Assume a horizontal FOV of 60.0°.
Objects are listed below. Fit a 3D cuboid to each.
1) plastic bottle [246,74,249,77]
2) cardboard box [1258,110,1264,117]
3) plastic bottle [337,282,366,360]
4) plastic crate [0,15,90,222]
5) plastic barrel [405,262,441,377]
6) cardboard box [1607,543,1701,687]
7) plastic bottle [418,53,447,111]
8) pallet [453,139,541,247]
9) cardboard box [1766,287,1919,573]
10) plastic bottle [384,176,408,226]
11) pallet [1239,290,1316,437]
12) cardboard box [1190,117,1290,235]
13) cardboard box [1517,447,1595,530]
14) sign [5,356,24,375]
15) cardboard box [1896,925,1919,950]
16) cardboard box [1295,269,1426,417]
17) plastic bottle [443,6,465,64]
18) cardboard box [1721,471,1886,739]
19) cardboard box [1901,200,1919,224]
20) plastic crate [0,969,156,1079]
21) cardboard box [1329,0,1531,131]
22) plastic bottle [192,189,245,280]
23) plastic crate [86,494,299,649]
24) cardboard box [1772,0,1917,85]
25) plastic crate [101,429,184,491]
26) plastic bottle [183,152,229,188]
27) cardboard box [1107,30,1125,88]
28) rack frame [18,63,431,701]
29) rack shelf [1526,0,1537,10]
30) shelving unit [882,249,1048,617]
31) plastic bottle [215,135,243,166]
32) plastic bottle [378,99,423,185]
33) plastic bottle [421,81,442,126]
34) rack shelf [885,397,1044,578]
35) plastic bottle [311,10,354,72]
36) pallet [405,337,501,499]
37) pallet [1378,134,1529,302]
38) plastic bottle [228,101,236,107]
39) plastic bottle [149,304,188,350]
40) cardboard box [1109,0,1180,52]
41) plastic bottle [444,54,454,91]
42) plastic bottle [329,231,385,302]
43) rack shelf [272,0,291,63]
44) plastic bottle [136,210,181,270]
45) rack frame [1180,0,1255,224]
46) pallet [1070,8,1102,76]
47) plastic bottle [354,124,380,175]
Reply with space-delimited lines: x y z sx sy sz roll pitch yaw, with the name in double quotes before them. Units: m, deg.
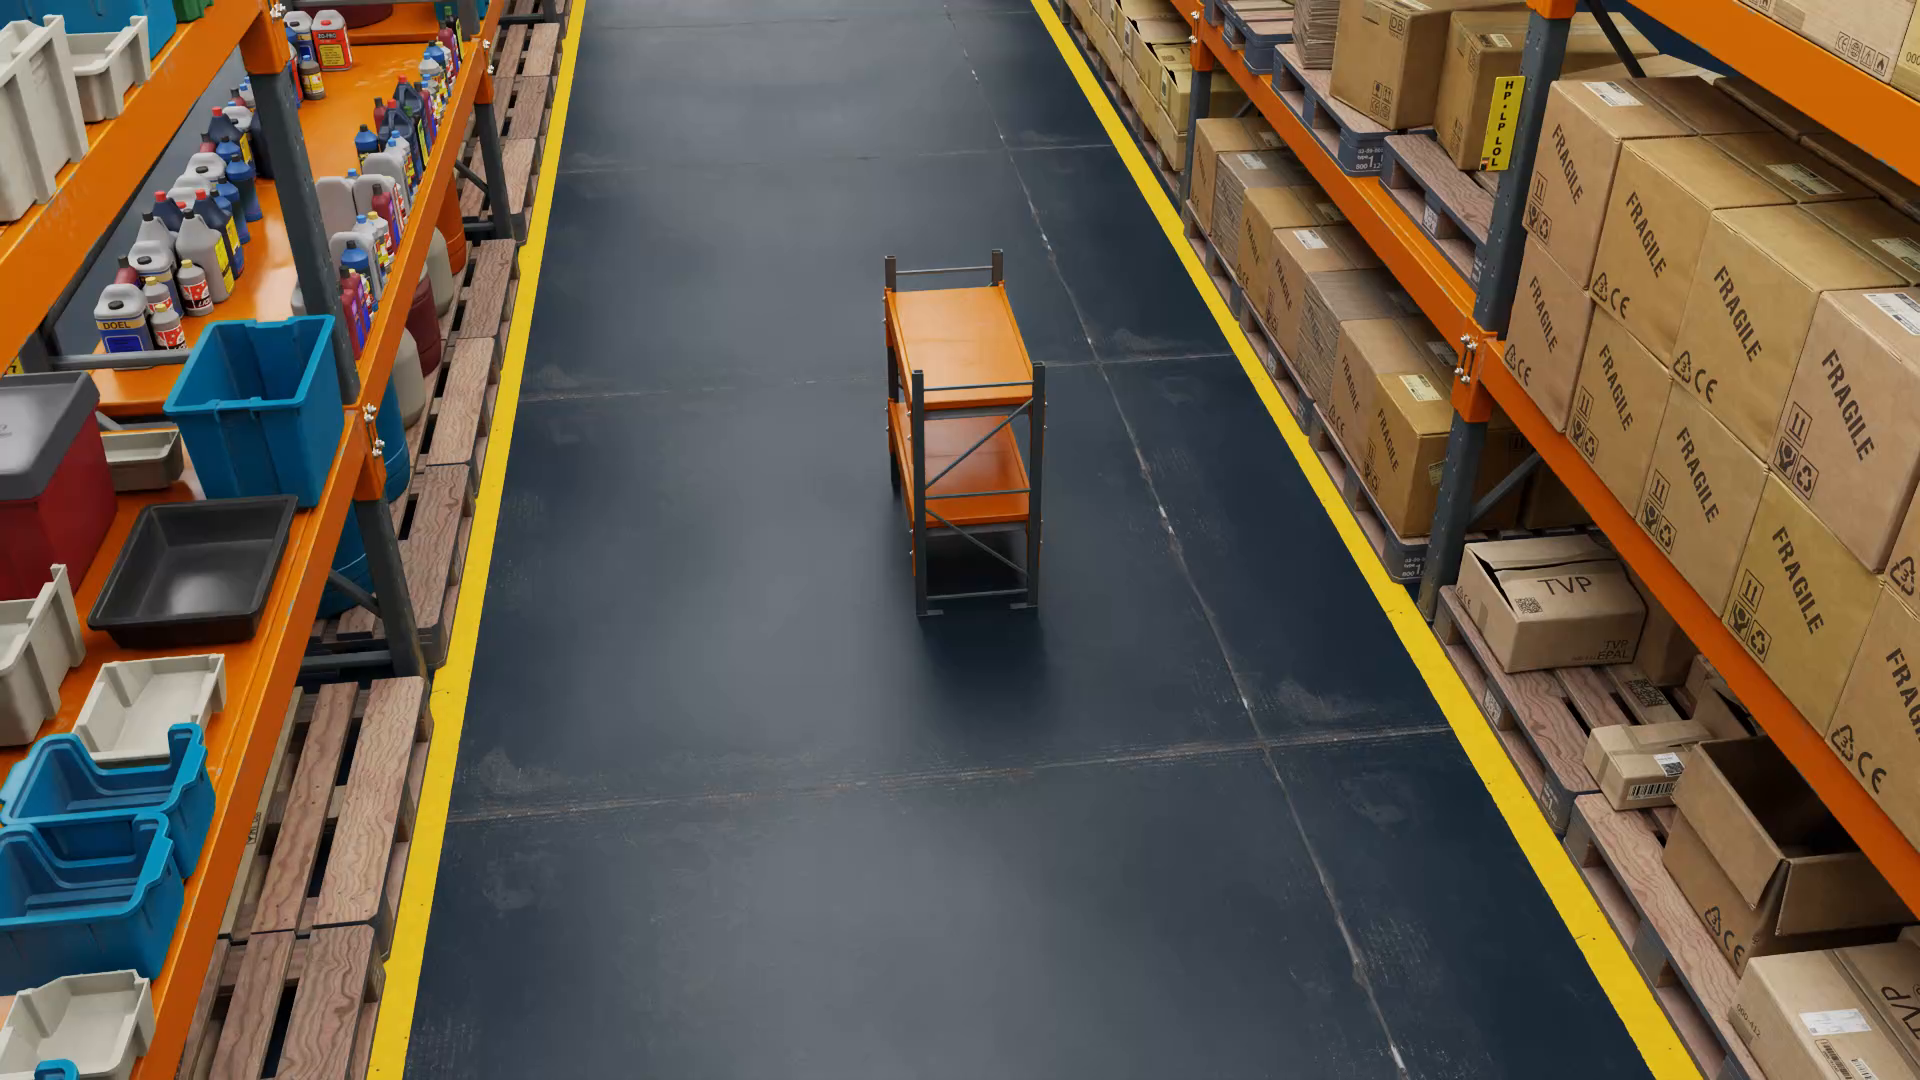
"plastic bottle" -3.261 -2.050 7.699 0.061 0.283 0.133 -4 35 -6
"cardboard box" 2.064 -2.786 10.246 0.500 0.311 0.500 -3 34 -5
"plastic bottle" -2.154 -0.786 5.844 0.061 0.283 0.133 -4 35 -6
"plastic crate" -1.981 -0.816 3.226 0.437 0.282 0.530 -4 35 -6
"plastic barrel" -2.831 -1.105 7.976 0.600 0.588 0.708 -4 35 -6
"cardboard box" 2.739 0.177 6.156 0.500 0.500 0.500 -4 35 -6
"plastic bottle" -2.507 -2.171 7.887 0.097 0.271 0.097 0 34 0
"pallet" -3.131 -2.113 10.163 1.003 0.211 1.213 -4 35 -6
"cardboard box" 2.375 -0.278 4.018 0.500 0.500 0.500 -3 34 -5
"plastic bottle" -2.325 -1.386 6.797 0.097 0.201 0.097 0 34 0
"pallet" 2.068 -0.952 8.459 1.003 0.211 1.213 -4 35 -6
"cardboard box" 1.622 -2.076 9.462 0.500 0.500 0.500 -3 34 -4
"cardboard box" 2.558 -0.408 7.014 0.500 0.500 0.500 -6 35 -9
"sign" -3.072 -0.671 5.326 0.100 0.325 0.005 -4 35 -6
"cardboard box" 2.993 1.333 4.682 0.500 0.250 0.500 -4 35 -6
"cardboard box" 1.906 -0.930 7.780 0.500 0.500 0.500 -4 34 -6
"plastic bottle" -2.588 -2.588 8.488 0.061 0.283 0.133 -4 35 -6
"cardboard box" 2.387 0.141 4.290 0.500 0.500 0.500 -5 35 -7
"cardboard box" 2.845 -0.596 4.484 0.500 0.500 0.500 -4 34 -6
"plastic crate" -1.748 0.992 3.311 0.250 0.136 0.298 -4 35 -6
"cardboard box" 2.083 -2.167 7.304 0.700 0.500 0.500 -13 36 -18
"plastic bottle" -2.857 -1.180 6.361 0.144 0.351 0.185 -4 35 -6
"plastic crate" -2.110 0.095 4.637 0.437 0.125 0.590 -4 35 -6
"cardboard box" 2.331 -1.300 3.963 0.500 0.250 0.500 -4 35 -6
"plastic crate" -2.606 -0.243 5.124 0.396 0.136 0.243 -4 35 -6
"plastic bottle" -3.067 -1.432 6.797 0.152 0.276 0.135 -4 35 -6
"cardboard box" 1.322 -3.370 11.601 0.500 0.250 0.500 -4 34 -5
"rack frame" -2.527 -0.598 5.463 1.000 3.000 0.127 -4 35 -6
"rack shelf" 2.113 -3.029 7.006 1.077 0.370 4.000 -4 35 -6
"shelving unit" 0.001 -0.461 6.928 0.538 1.125 1.048 -4 35 -6
"plastic bottle" -3.067 -1.571 7.007 0.097 0.271 0.097 0 34 0
"plastic bottle" -2.411 -1.709 7.137 0.144 0.351 0.185 -4 35 -6
"plastic bottle" -2.481 -2.034 7.747 0.097 0.201 0.097 0 34 0
"rack shelf" 0.001 -0.259 7.065 0.538 0.278 1.000 -4 35 -6
"plastic bottle" -3.176 -2.524 8.400 0.152 0.276 0.135 -4 35 -6
"pallet" -2.757 -0.561 7.886 1.003 0.211 1.213 -4 35 -6
"pallet" 2.382 -1.346 6.731 1.003 0.211 1.213 -4 35 -6
"plastic bottle" -3.183 -1.799 7.341 0.097 0.271 0.097 0 34 0
"plastic bottle" -2.779 -0.731 5.835 0.097 0.201 0.097 0 34 0
"cardboard box" 1.323 -3.597 11.435 0.500 0.311 0.500 -3 34 -5
"plastic bottle" -2.546 -2.305 8.146 0.097 0.201 0.097 0 34 0
"plastic bottle" -2.261 -1.038 6.219 0.152 0.276 0.135 -4 35 -6
"rack shelf" -2.796 -2.656 6.459 1.077 0.370 4.000 -4 35 -6
"plastic bottle" -2.975 -1.065 6.194 0.144 0.351 0.185 -4 35 -6
"rack frame" 1.844 -3.203 9.286 1.000 3.000 0.127 -4 35 -6
"pallet" 1.444 -3.875 12.748 1.003 0.211 1.213 -4 35 -6
"plastic bottle" -2.525 -1.642 7.111 0.097 0.271 0.097 0 34 0
